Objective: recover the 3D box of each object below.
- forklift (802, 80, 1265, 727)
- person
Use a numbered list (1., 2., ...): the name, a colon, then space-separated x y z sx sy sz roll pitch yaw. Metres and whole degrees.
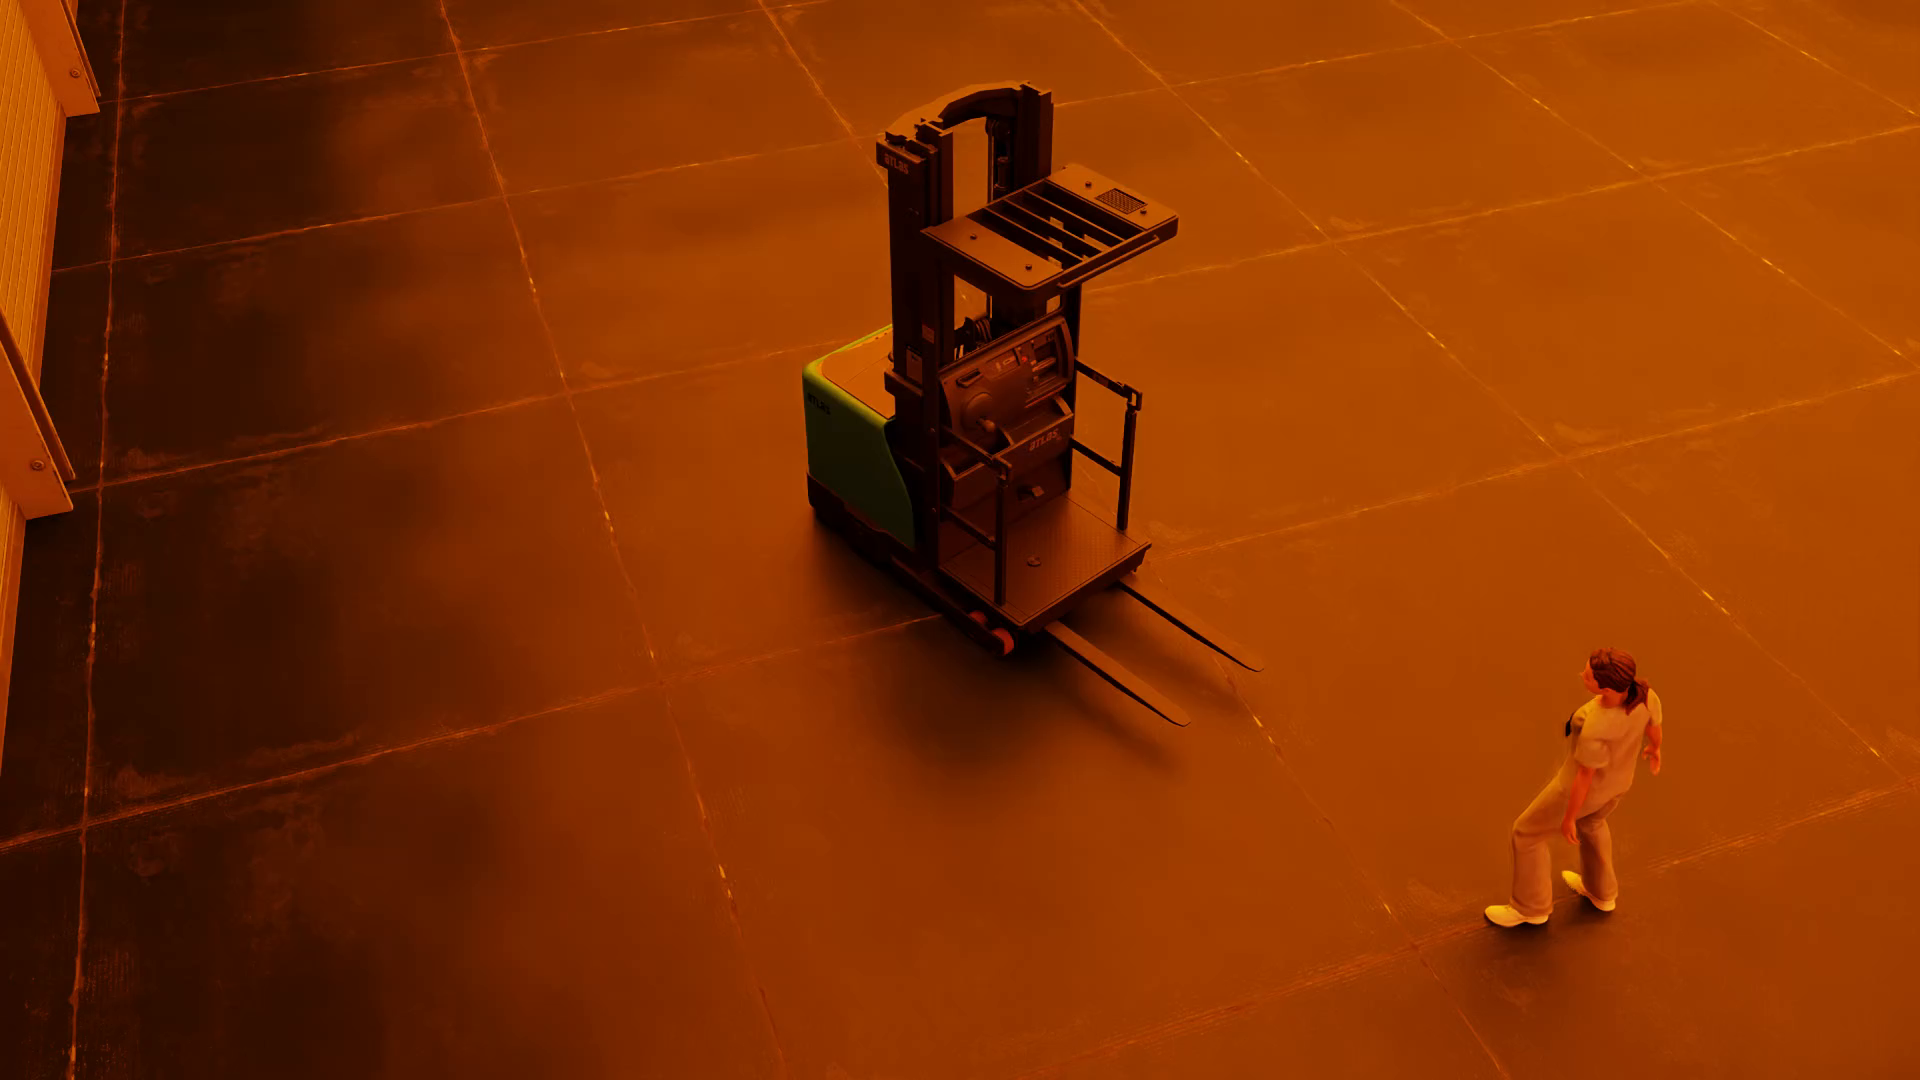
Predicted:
1. forklift: 0.409 -0.833 8.988 1.130 2.935 3.031 -30 49 -31
2. person: 2.940 1.148 7.673 0.799 1.645 0.425 -23 45 -25
